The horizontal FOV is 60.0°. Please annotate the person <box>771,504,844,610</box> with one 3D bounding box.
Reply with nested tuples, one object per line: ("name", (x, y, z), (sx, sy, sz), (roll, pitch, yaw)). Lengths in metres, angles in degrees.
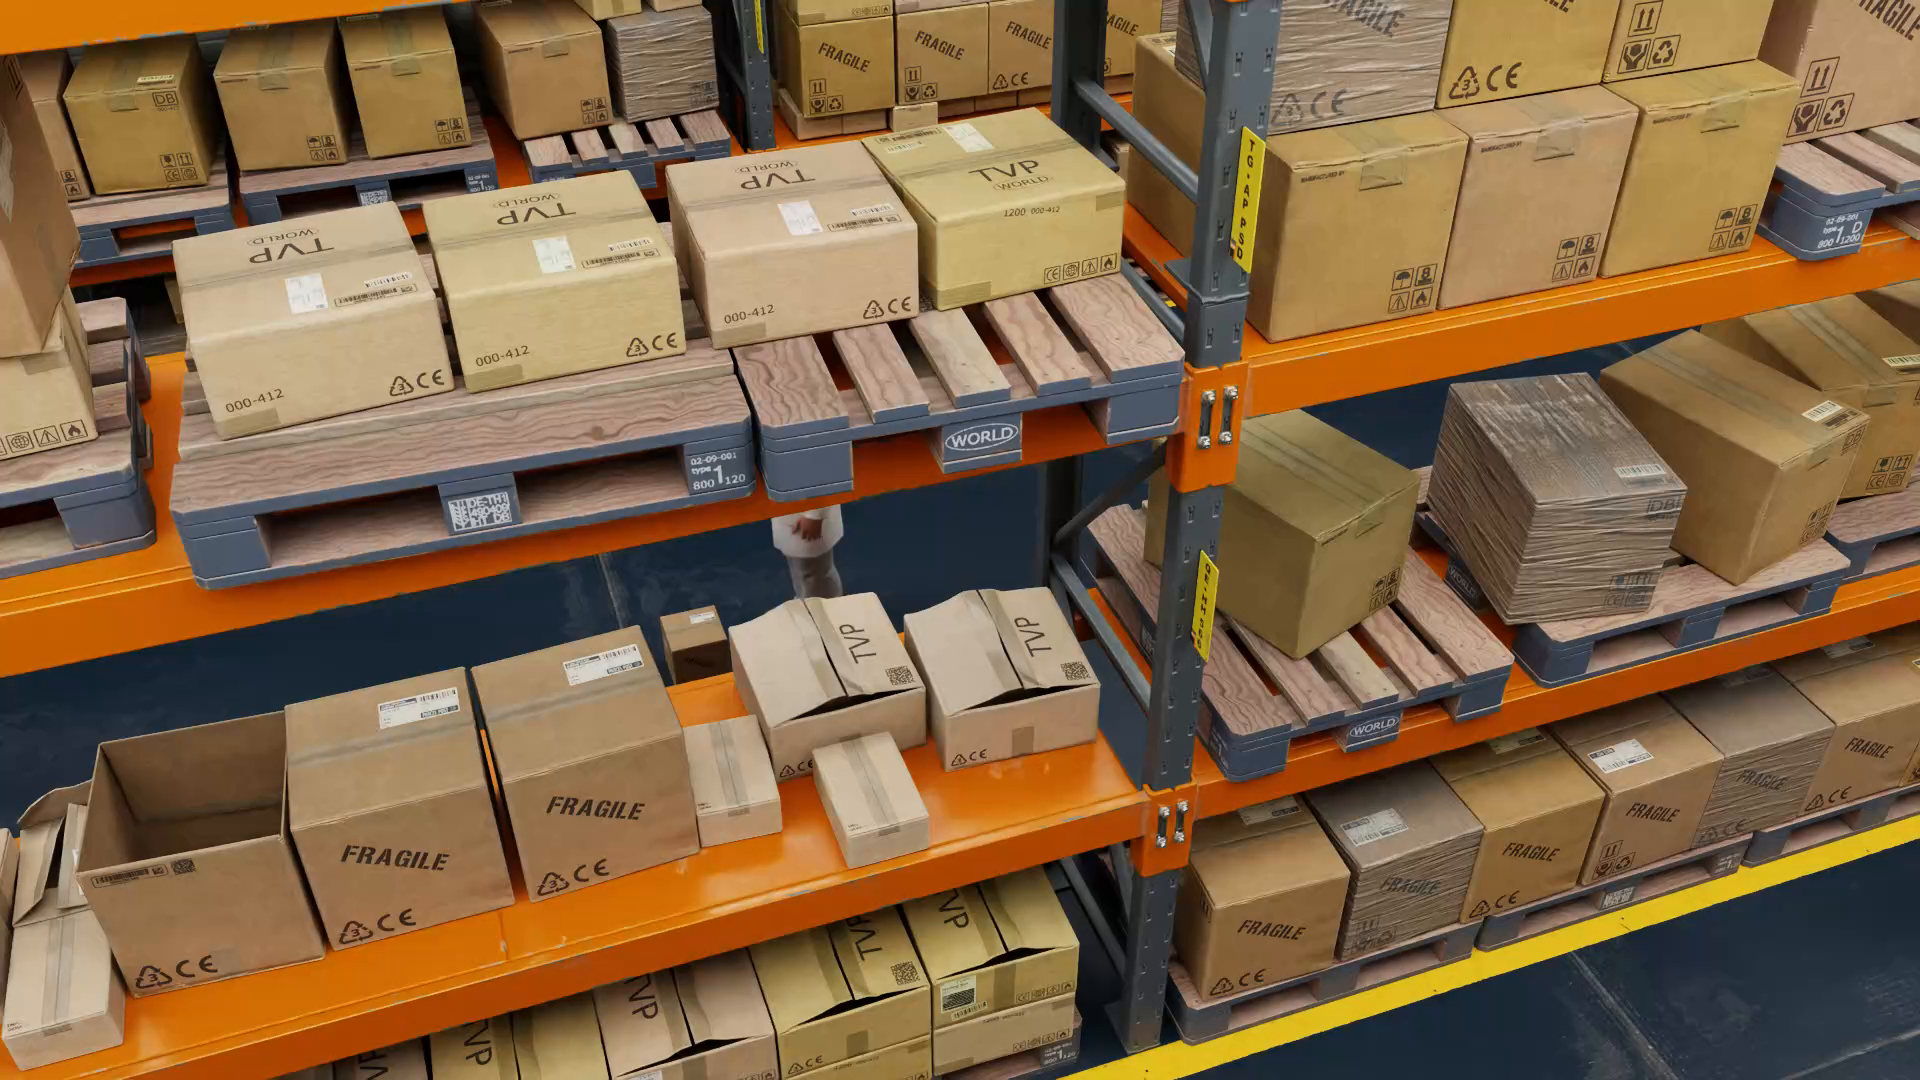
("person", (-0.689, -0.219, 7.093), (0.399, 1.800, 0.570), (-12, 39, -15))
